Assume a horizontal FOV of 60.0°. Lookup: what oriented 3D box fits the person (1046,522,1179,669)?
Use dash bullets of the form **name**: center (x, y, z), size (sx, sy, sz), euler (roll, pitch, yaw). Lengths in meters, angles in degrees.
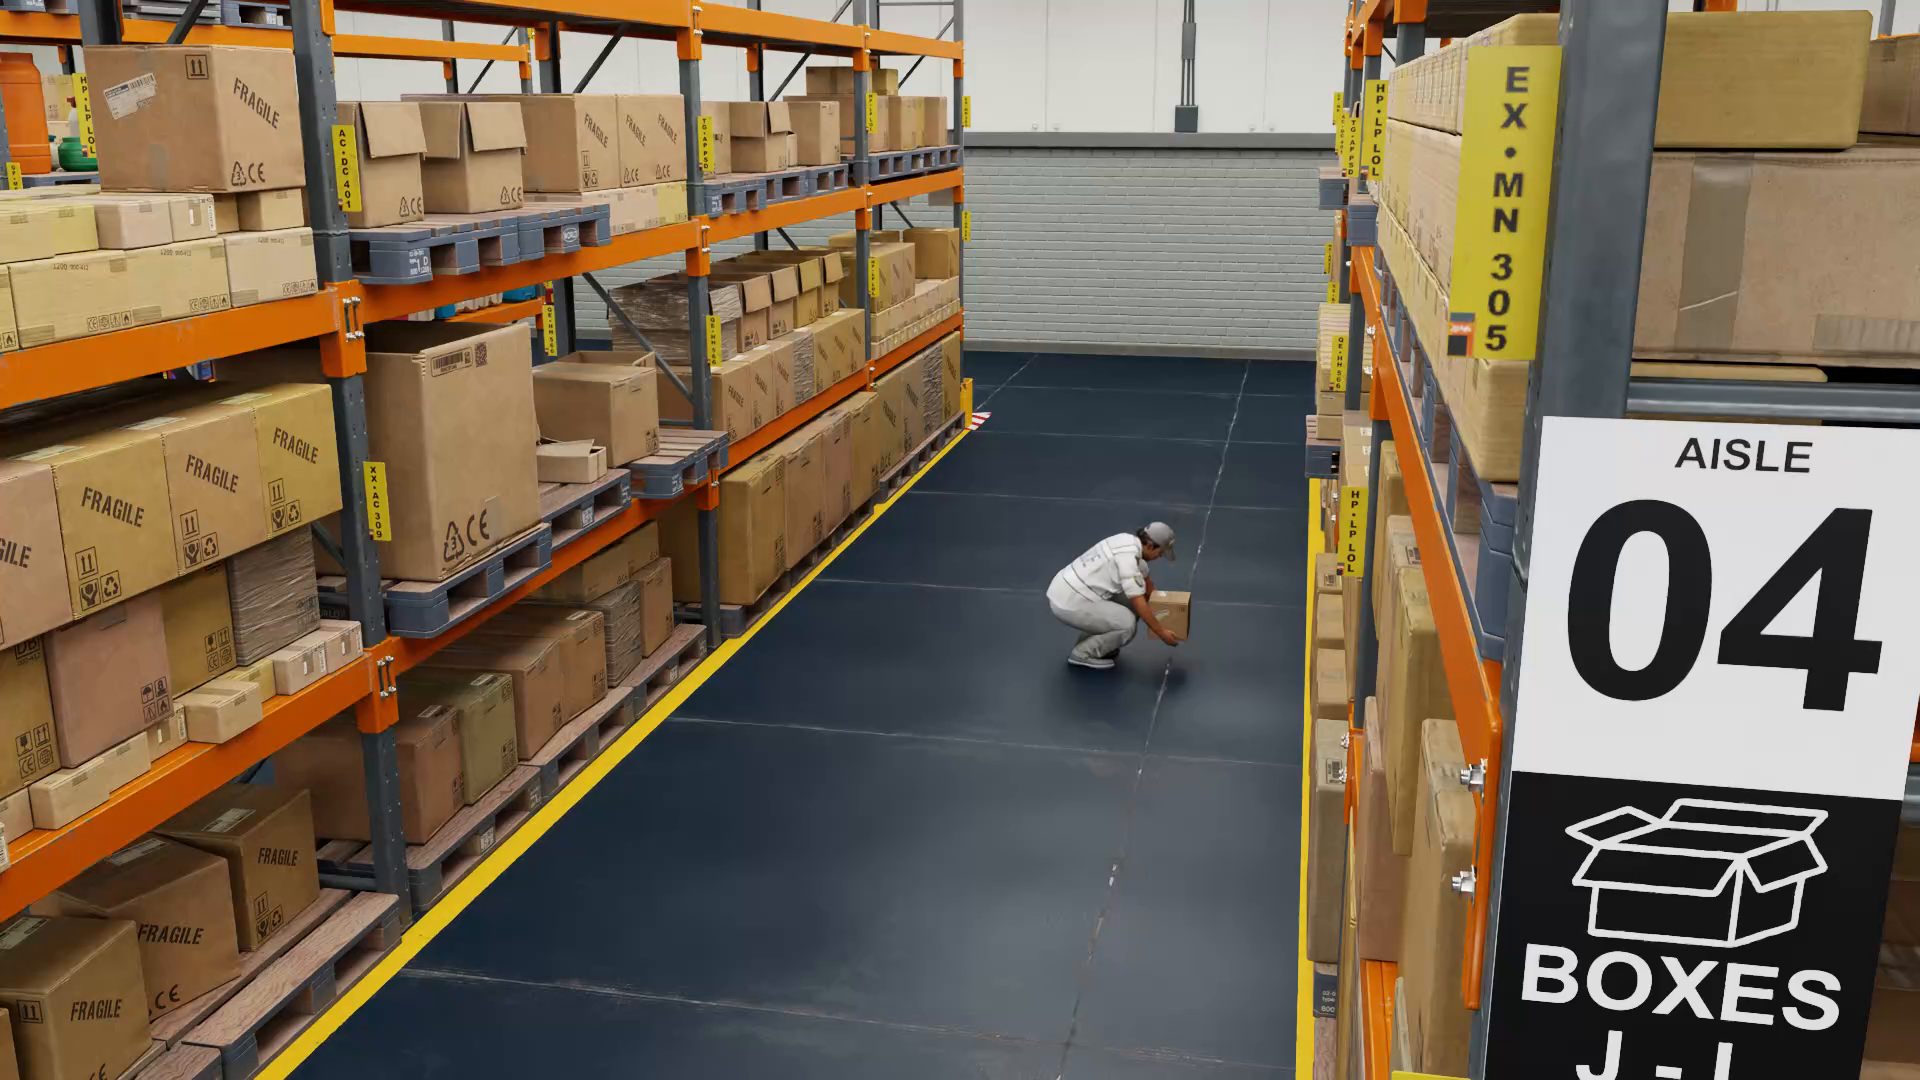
- **person**: center (0.995, 0.338, 10.694), size (0.860, 0.930, 0.528), euler (3, 15, 11)
